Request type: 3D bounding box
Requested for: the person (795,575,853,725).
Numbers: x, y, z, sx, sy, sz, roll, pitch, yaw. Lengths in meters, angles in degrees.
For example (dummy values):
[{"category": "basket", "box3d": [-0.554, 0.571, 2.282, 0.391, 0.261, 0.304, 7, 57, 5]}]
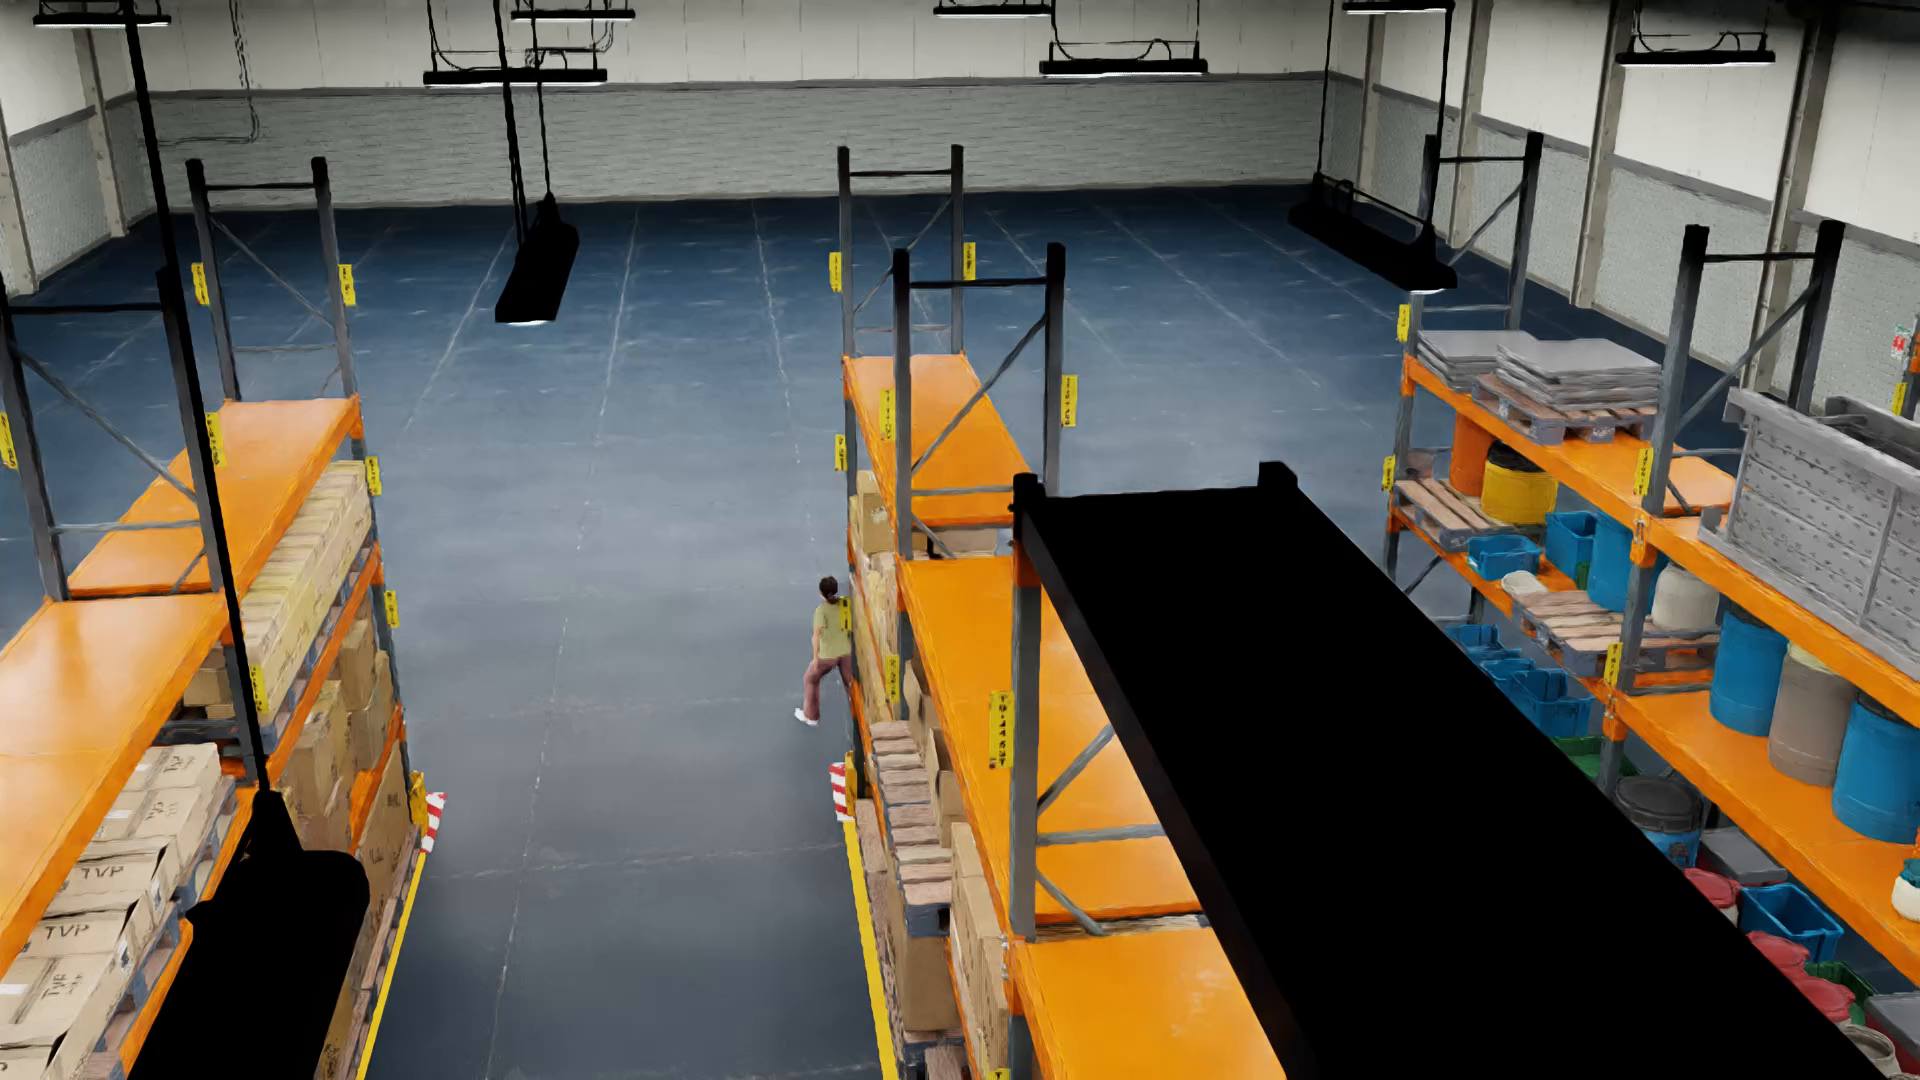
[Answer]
[{"category": "person", "box3d": [-1.251, 1.155, 16.523, 0.621, 1.604, 0.814, -10, 24, -23]}]
